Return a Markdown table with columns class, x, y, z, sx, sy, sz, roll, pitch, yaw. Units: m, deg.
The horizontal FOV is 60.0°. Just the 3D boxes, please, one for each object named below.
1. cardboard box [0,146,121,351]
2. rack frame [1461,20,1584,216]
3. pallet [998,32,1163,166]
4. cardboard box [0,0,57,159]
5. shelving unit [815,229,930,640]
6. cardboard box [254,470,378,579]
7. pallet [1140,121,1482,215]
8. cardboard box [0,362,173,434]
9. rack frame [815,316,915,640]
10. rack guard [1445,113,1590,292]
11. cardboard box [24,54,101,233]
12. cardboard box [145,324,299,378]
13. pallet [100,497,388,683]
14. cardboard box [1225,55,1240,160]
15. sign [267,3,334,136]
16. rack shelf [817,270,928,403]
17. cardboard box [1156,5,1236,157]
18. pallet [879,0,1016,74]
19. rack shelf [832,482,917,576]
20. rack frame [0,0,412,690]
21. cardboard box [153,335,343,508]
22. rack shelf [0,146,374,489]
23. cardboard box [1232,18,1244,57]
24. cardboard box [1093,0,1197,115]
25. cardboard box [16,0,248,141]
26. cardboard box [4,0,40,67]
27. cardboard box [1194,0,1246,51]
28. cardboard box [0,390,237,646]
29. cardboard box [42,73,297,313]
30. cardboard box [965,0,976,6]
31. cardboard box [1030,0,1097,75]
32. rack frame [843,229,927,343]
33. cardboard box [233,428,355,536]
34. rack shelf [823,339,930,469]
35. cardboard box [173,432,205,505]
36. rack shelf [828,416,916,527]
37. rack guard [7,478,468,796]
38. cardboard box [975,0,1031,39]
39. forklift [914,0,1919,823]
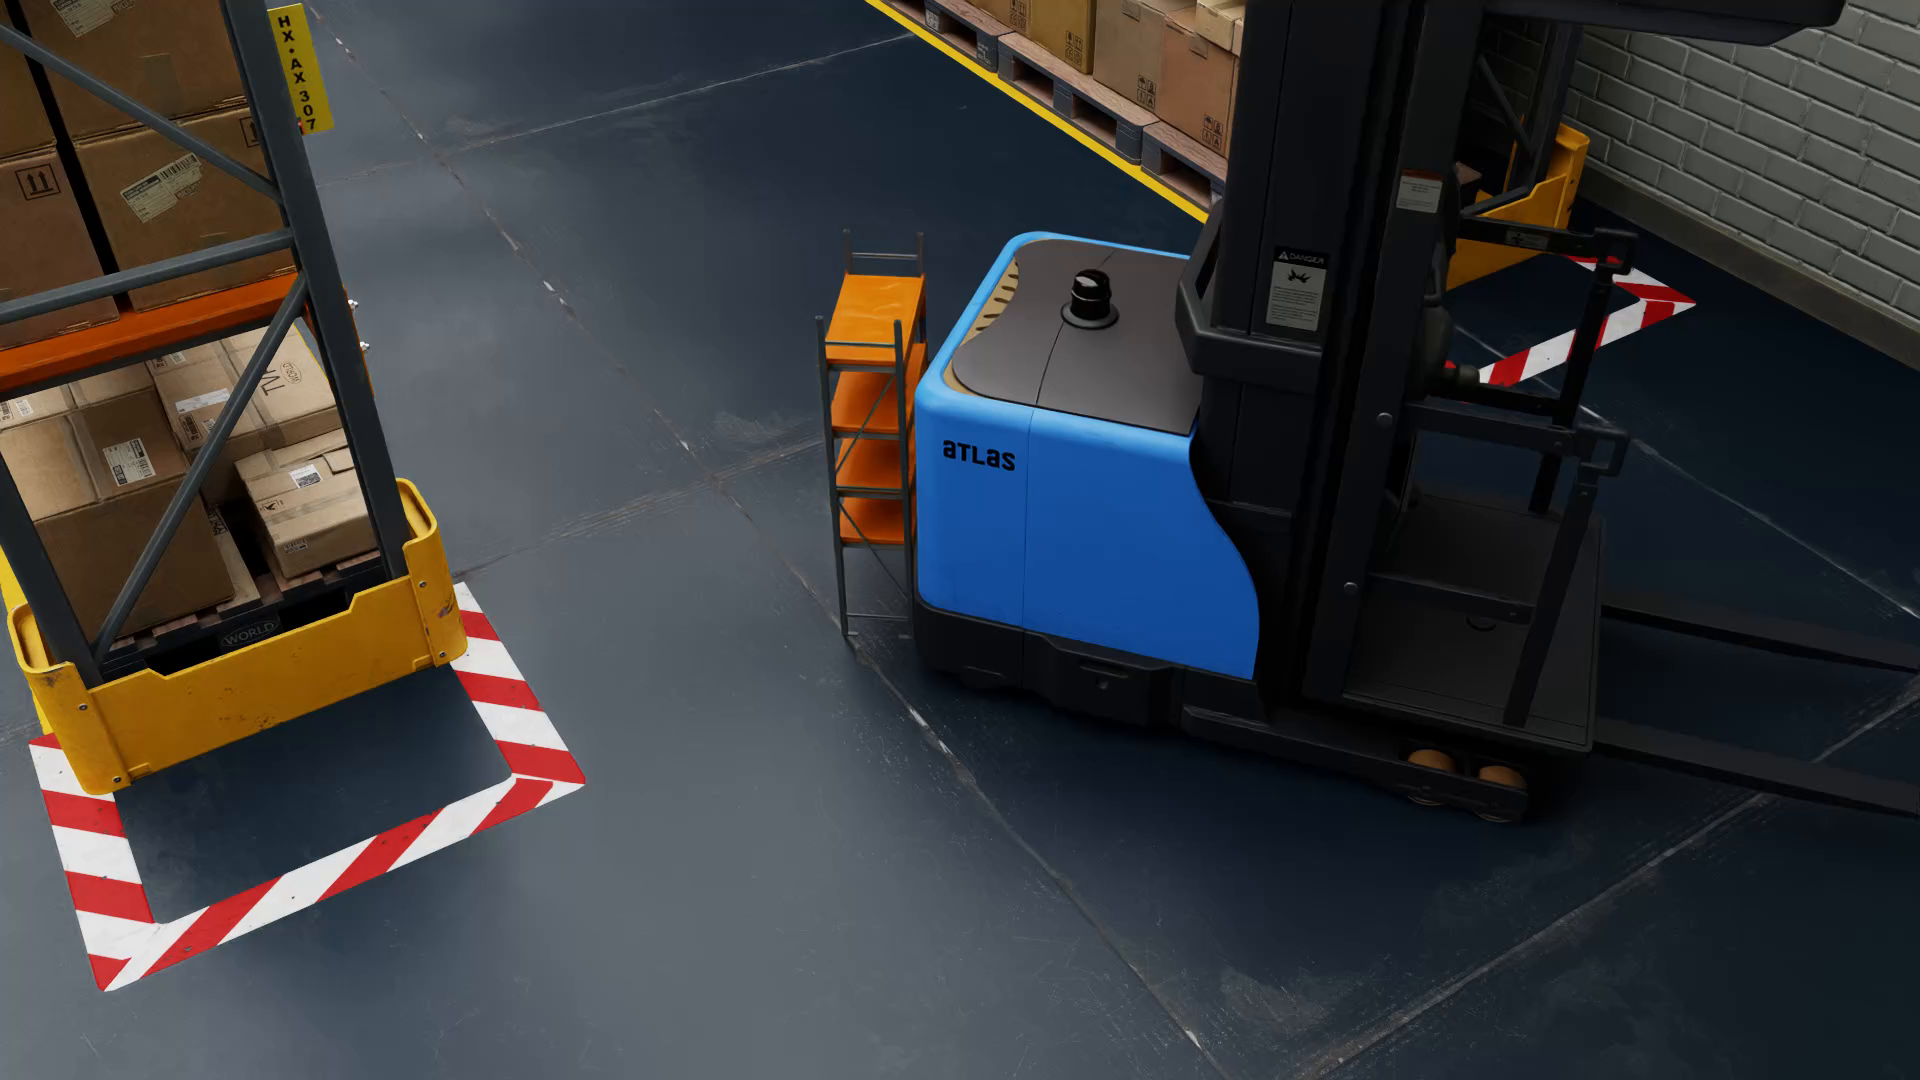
| class | x | y | z | sx | sy | sz | roll | pitch | yaw |
| --- | --- | --- | --- | --- | --- | --- | --- | --- | --- |
| cardboard box | -2.569 | -0.830 | 4.324 | 0.500 | 0.500 | 0.500 | -21 | 44 | -23 |
| rack frame | 2.076 | -2.350 | 6.227 | 1.000 | 3.000 | 0.127 | -22 | 45 | -24 |
| pallet | 0.928 | -2.341 | 8.395 | 1.003 | 0.211 | 1.213 | -22 | 45 | -24 |
| cardboard box | -2.570 | -1.211 | 4.001 | 0.500 | 0.500 | 0.500 | -23 | 45 | -25 |
| shelving unit | -0.246 | -0.306 | 5.176 | 0.258 | 1.200 | 0.503 | 3 | 40 | 5 |
| cardboard box | -2.034 | -0.061 | 5.364 | 0.380 | 0.149 | 0.250 | -22 | 45 | -24 |
| pallet | 1.580 | -1.684 | 7.606 | 1.003 | 0.211 | 1.213 | -22 | 45 | -24 |
| cardboard box | -3.085 | -0.488 | 5.796 | 0.500 | 0.250 | 0.500 | -22 | 45 | -24 |
| rack frame | -0.272 | -0.151 | 4.990 | 0.240 | 1.200 | 0.015 | 3 | 40 | 5 |
| rack guard | 2.088 | -1.377 | 7.012 | 1.175 | 0.500 | 0.348 | -22 | 45 | -24 |
| cardboard box | -2.397 | -1.288 | 4.875 | 0.500 | 0.500 | 0.500 | -23 | 45 | -25 |
| cardboard box | -2.690 | -0.687 | 6.035 | 0.500 | 0.250 | 0.500 | -22 | 45 | -24 |
| pallet | -2.569 | -0.043 | 5.637 | 1.003 | 0.211 | 1.213 | -22 | 45 | -24 |
| cardboard box | 1.615 | -1.895 | 7.305 | 0.700 | 0.500 | 0.500 | -22 | 45 | -24 |
| sign | -1.642 | -1.163 | 4.126 | 0.100 | 0.325 | 0.005 | -22 | 45 | -24 |
| rack shelf | -0.252 | -0.608 | 4.925 | 0.258 | 0.148 | 0.480 | 3 | 40 | 5 |
| cardboard box | 1.346 | -2.165 | 7.629 | 0.700 | 0.500 | 0.500 | -22 | 45 | -25 |
| pallet | 0.268 | -3.001 | 9.186 | 1.003 | 0.211 | 1.213 | -22 | 45 | -24 |
| rack shelf | -0.242 | -0.101 | 5.346 | 0.258 | 0.148 | 0.480 | 3 | 40 | 5 |
| rack frame | -2.099 | -0.643 | 4.179 | 1.000 | 3.000 | 0.127 | -22 | 45 | -24 |
| cardboard box | -2.421 | -0.417 | 5.711 | 0.500 | 0.250 | 0.500 | -22 | 45 | -24 |
| rack shelf | -3.174 | -1.446 | 5.704 | 1.077 | 0.370 | 4.000 | -22 | 45 | -24 |
| cardboard box | 1.392 | -2.150 | 7.105 | 0.380 | 0.149 | 0.250 | -23 | 45 | -25 |
| cardboard box | 1.075 | -2.436 | 7.955 | 0.700 | 0.500 | 0.500 | -24 | 45 | -26 |
| cardboard box | -2.115 | -1.396 | 4.223 | 0.500 | 0.500 | 0.500 | -21 | 44 | -23 |
| cardboard box | -2.403 | -1.675 | 4.558 | 0.500 | 0.500 | 0.500 | -22 | 44 | -24 |
| cardboard box | 1.254 | -2.288 | 7.271 | 0.380 | 0.149 | 0.250 | -21 | 44 | -23 |
| cardboard box | -2.599 | -0.060 | 5.088 | 0.500 | 0.500 | 0.500 | -22 | 45 | -24 |
| cardboard box | -2.115 | -1.012 | 4.543 | 0.500 | 0.500 | 0.500 | -21 | 44 | -24 |
| cardboard box | 0.240 | -3.271 | 8.957 | 0.700 | 0.500 | 0.500 | -22 | 44 | -24 |
| cardboard box | 0.782 | -2.721 | 8.297 | 0.700 | 0.500 | 0.500 | -21 | 44 | -23 |
| rack frame | -0.220 | -0.461 | 5.363 | 0.240 | 1.200 | 0.015 | 3 | 40 | 5 |
| cardboard box | -2.169 | -0.203 | 5.520 | 0.380 | 0.166 | 0.250 | -22 | 45 | -24 |
| rack shelf | -0.249 | -0.426 | 5.076 | 0.258 | 0.148 | 0.480 | 3 | 40 | 5 |
| cardboard box | -2.741 | -0.182 | 5.495 | 0.380 | 0.166 | 0.250 | -22 | 45 | -24 |
| rack shelf | -0.245 | -0.254 | 5.219 | 0.258 | 0.148 | 0.480 | 3 | 40 | 5 |
| rack guard | -2.140 | 0.276 | 5.028 | 1.175 | 0.500 | 0.348 | -22 | 45 | -24 |
| cardboard box | 0.508 | -2.999 | 8.630 | 0.700 | 0.500 | 0.500 | -23 | 45 | -25 |
| forklift | 1.433 | -0.700 | 4.301 | 3.031 | 2.935 | 1.130 | 12 | 41 | 14 |
